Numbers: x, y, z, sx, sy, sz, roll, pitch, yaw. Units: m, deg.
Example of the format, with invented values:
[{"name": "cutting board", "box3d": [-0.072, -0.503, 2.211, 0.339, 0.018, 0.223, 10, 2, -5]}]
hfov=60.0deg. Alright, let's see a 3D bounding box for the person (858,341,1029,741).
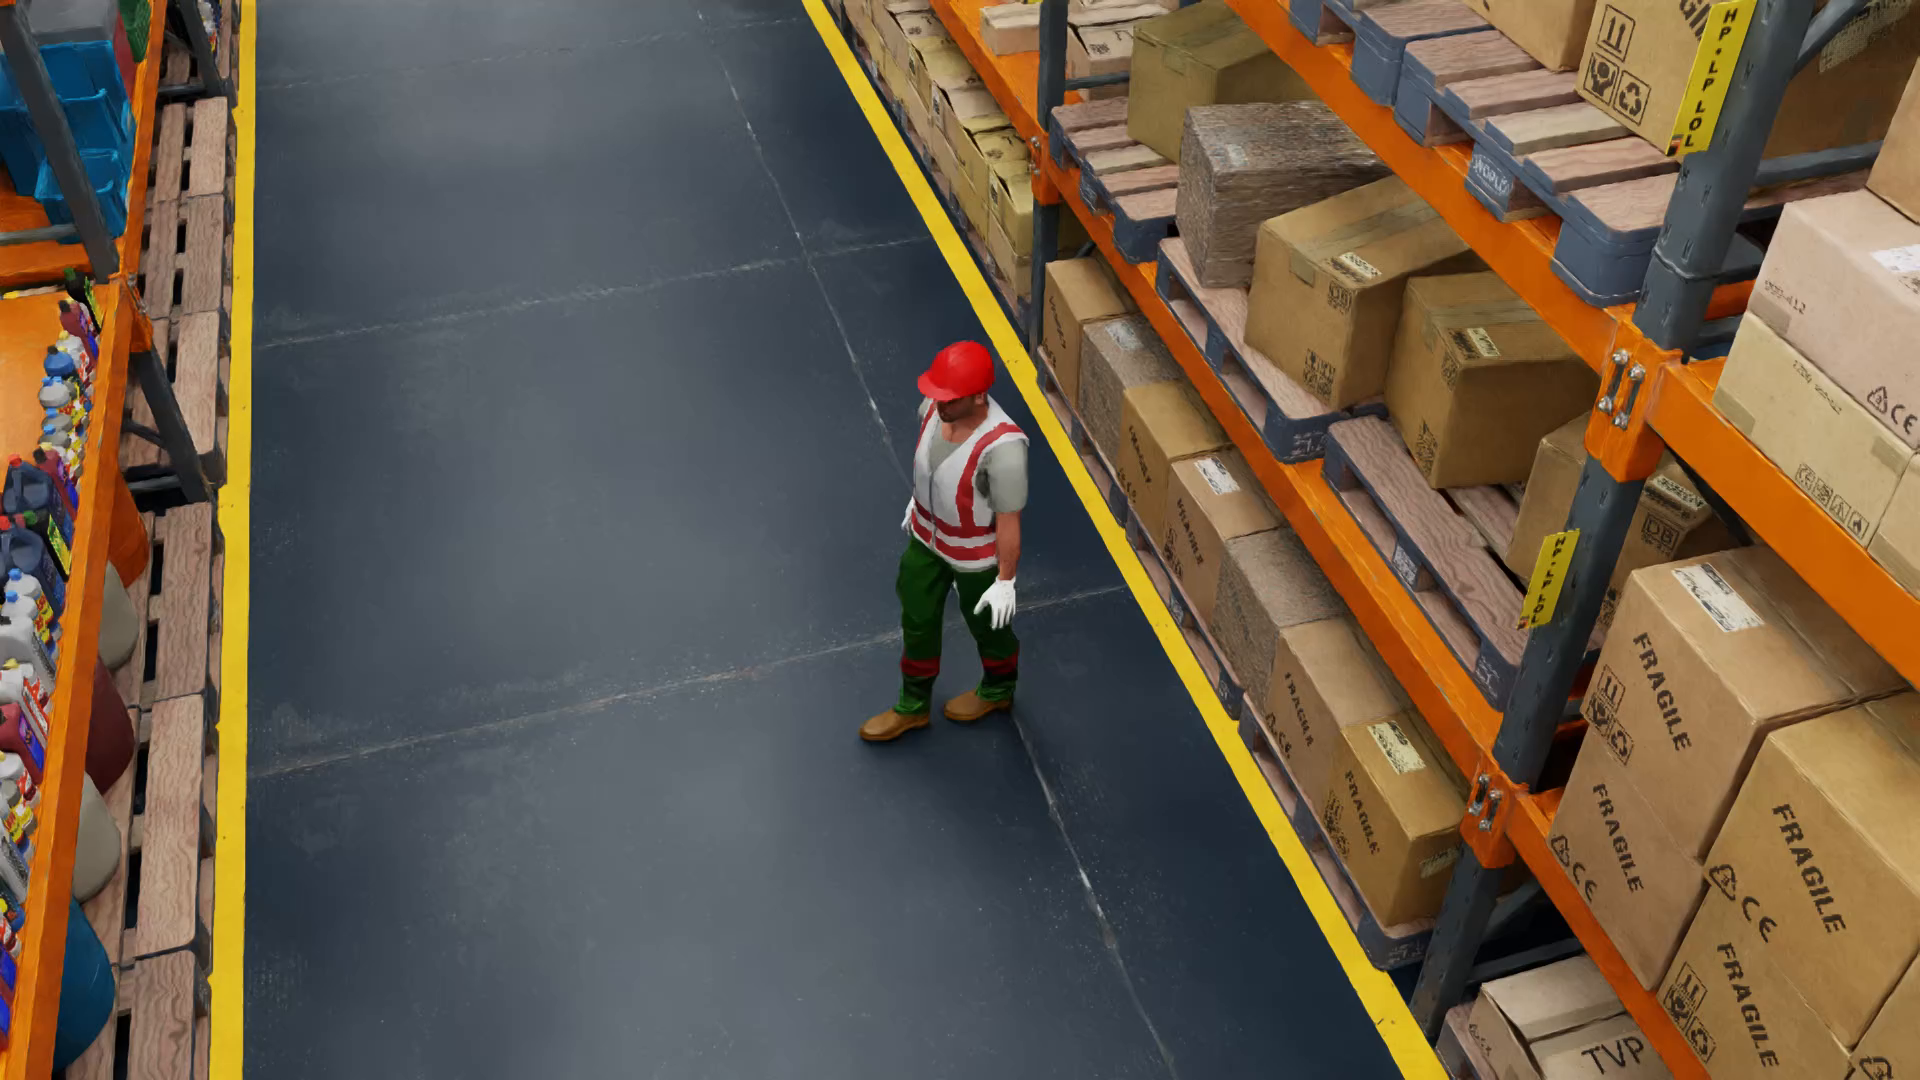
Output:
[{"name": "person", "box3d": [-0.068, 0.065, 6.055, 0.665, 1.786, 0.614, 33, 51, 31]}]
